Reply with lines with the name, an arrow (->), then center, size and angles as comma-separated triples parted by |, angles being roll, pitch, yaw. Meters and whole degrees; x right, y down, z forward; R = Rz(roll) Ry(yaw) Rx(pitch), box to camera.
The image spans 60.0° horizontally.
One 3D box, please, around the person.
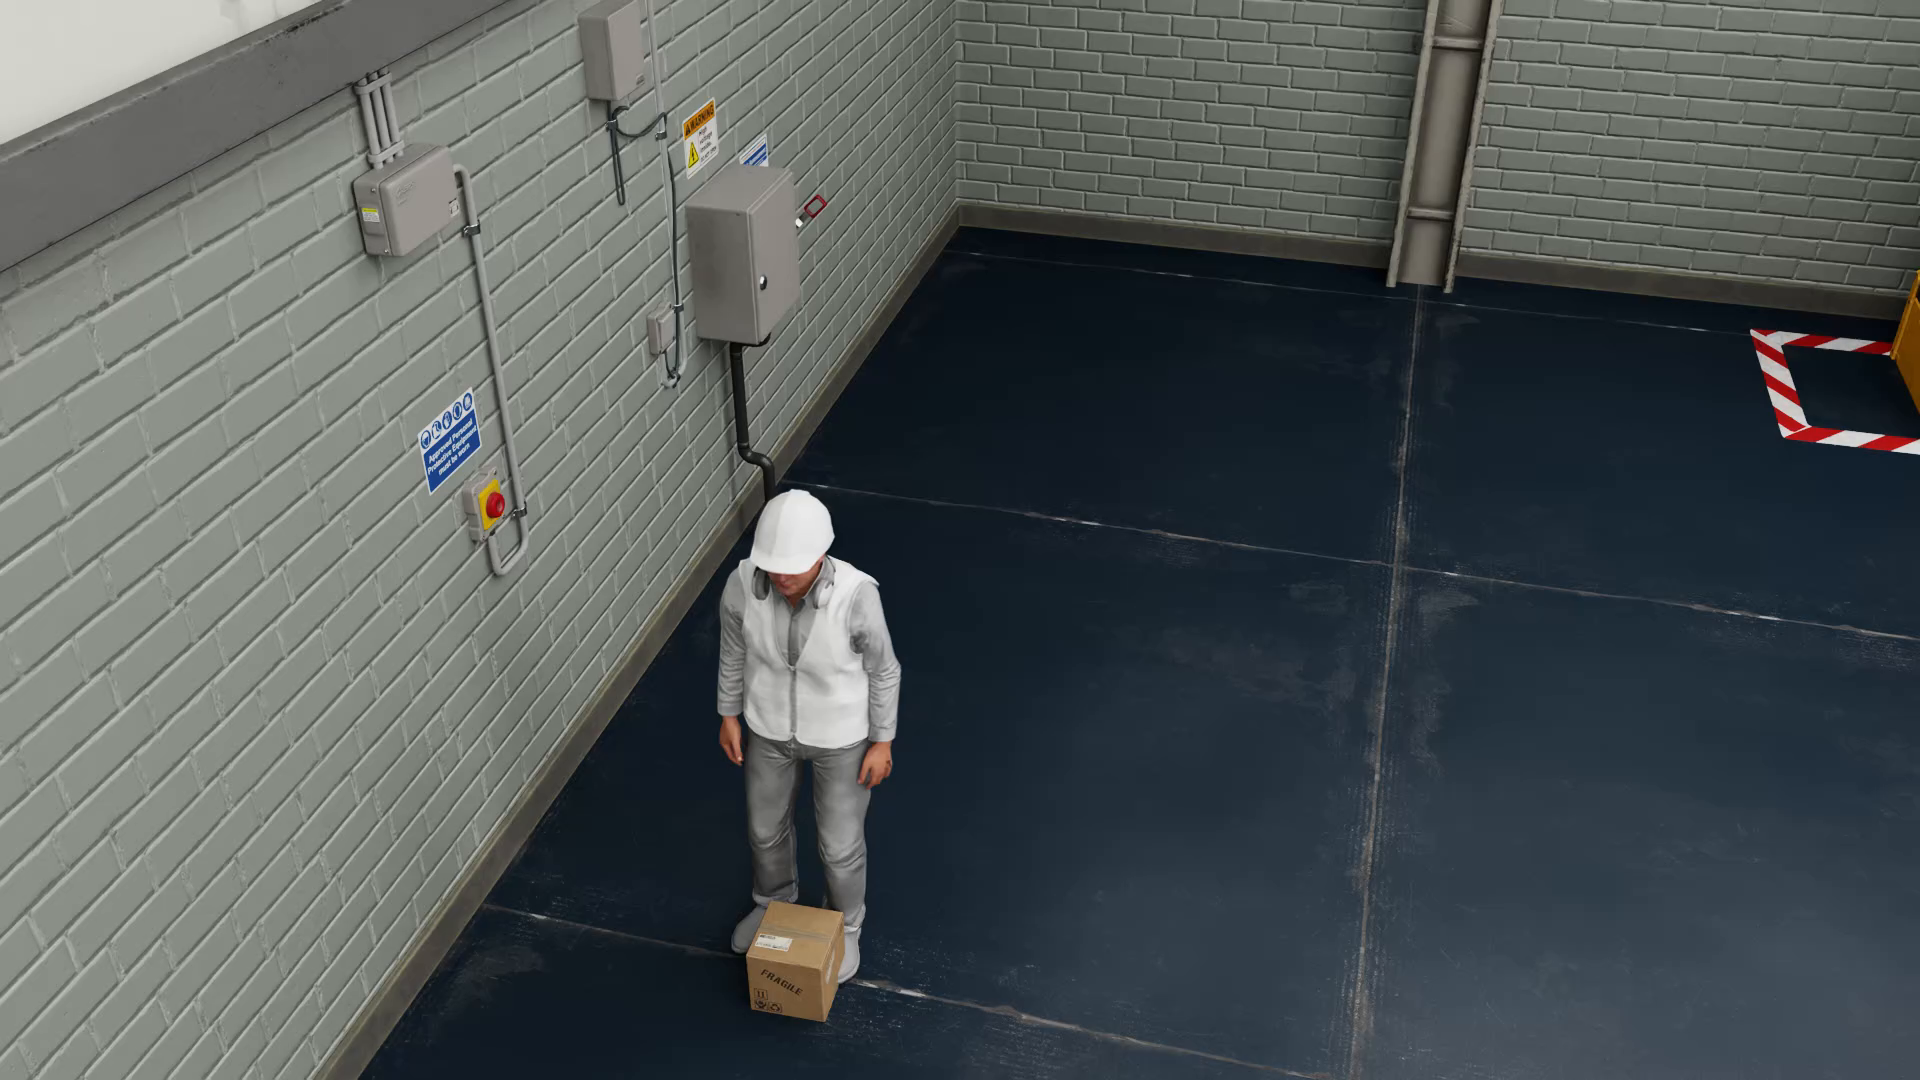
person -> -0.474, 0.590, 5.193 | 0.580, 1.769, 0.463 | 8, 33, 12
